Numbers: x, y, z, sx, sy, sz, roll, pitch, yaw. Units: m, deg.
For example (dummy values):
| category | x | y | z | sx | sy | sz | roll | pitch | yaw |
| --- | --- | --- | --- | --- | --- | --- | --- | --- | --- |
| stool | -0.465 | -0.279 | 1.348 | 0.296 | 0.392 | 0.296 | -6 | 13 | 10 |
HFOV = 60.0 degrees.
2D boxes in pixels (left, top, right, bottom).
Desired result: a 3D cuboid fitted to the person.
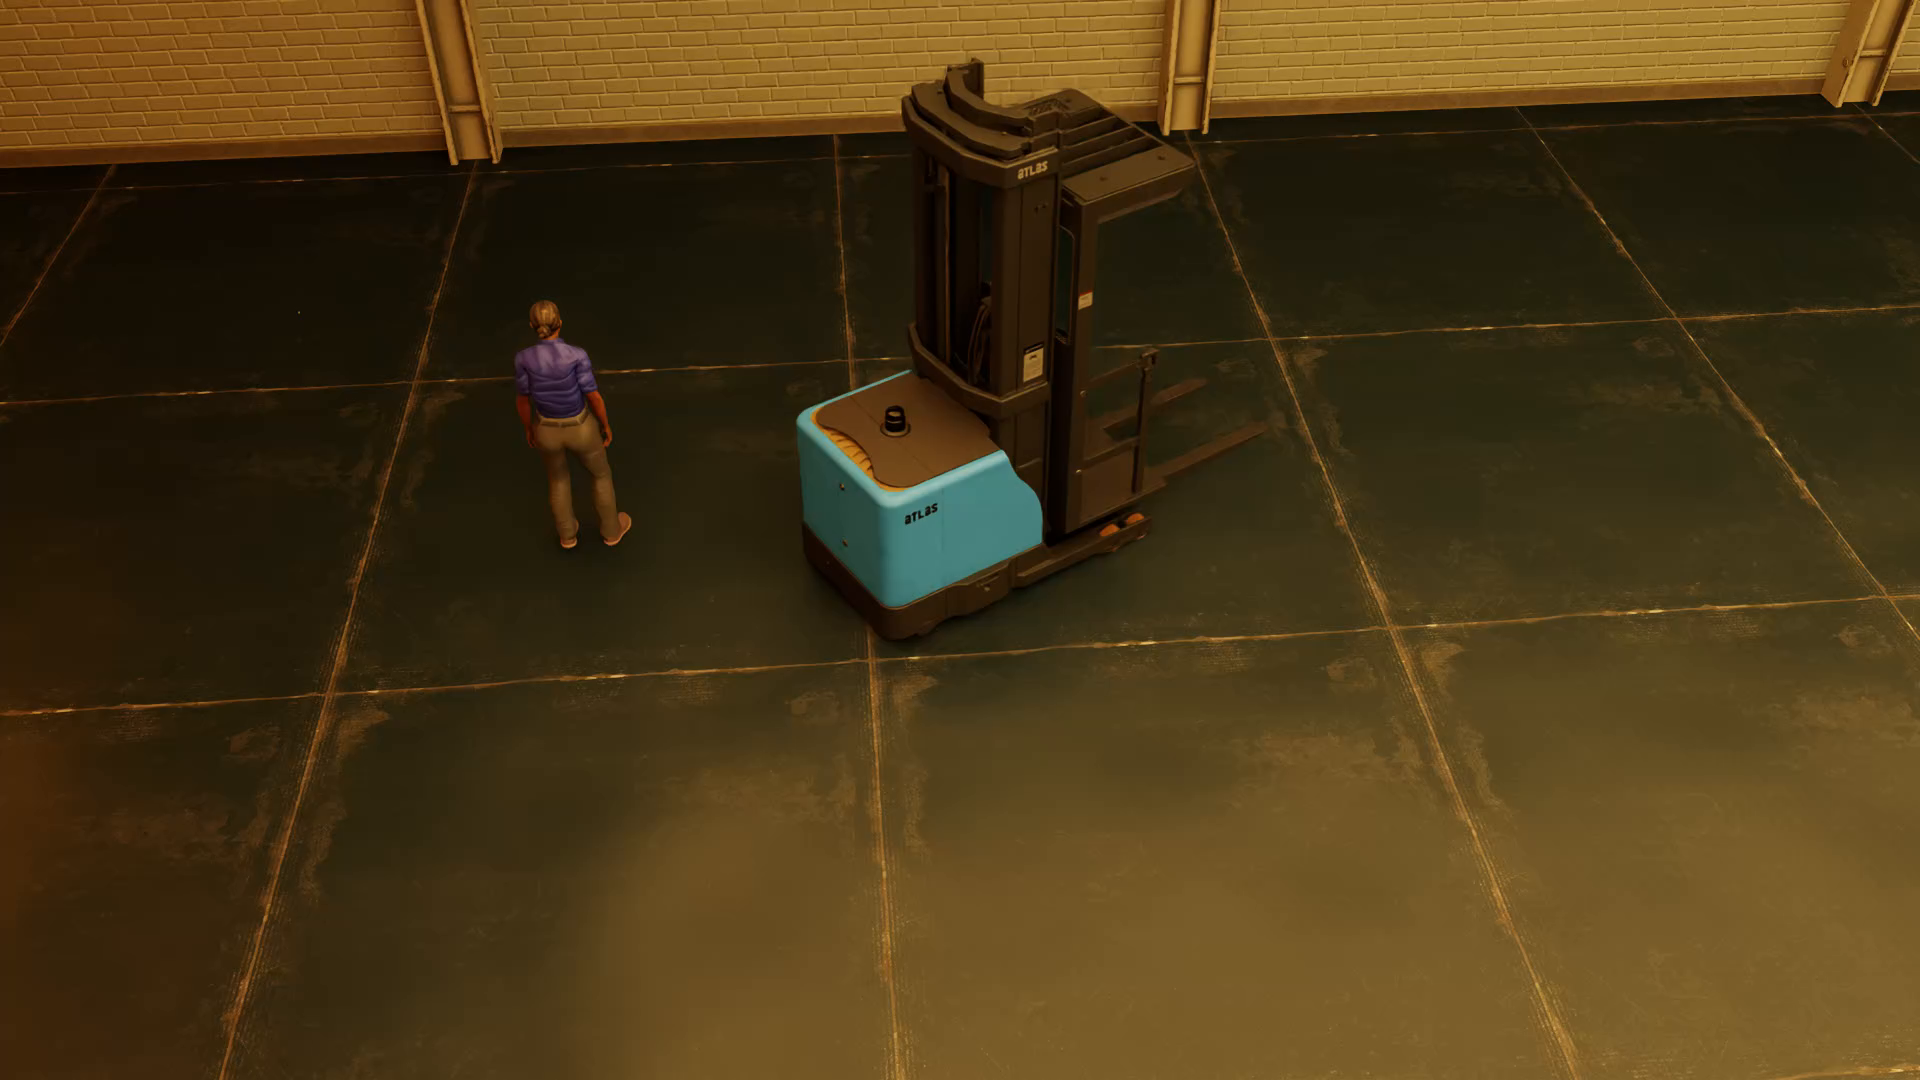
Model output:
| category | x | y | z | sx | sy | sz | roll | pitch | yaw |
| --- | --- | --- | --- | --- | --- | --- | --- | --- | --- |
| person | -2.284 | -0.650 | 9.683 | 0.507 | 1.653 | 0.352 | -1 | 41 | -2 |

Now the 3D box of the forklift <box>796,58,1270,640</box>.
| category | x | y | z | sx | sy | sz | roll | pitch | yaw |
| --- | --- | --- | --- | --- | --- | --- | --- | --- | --- |
| forklift | 0.564 | -1.302 | 9.460 | 3.031 | 2.935 | 1.130 | -24 | 46 | -25 |
